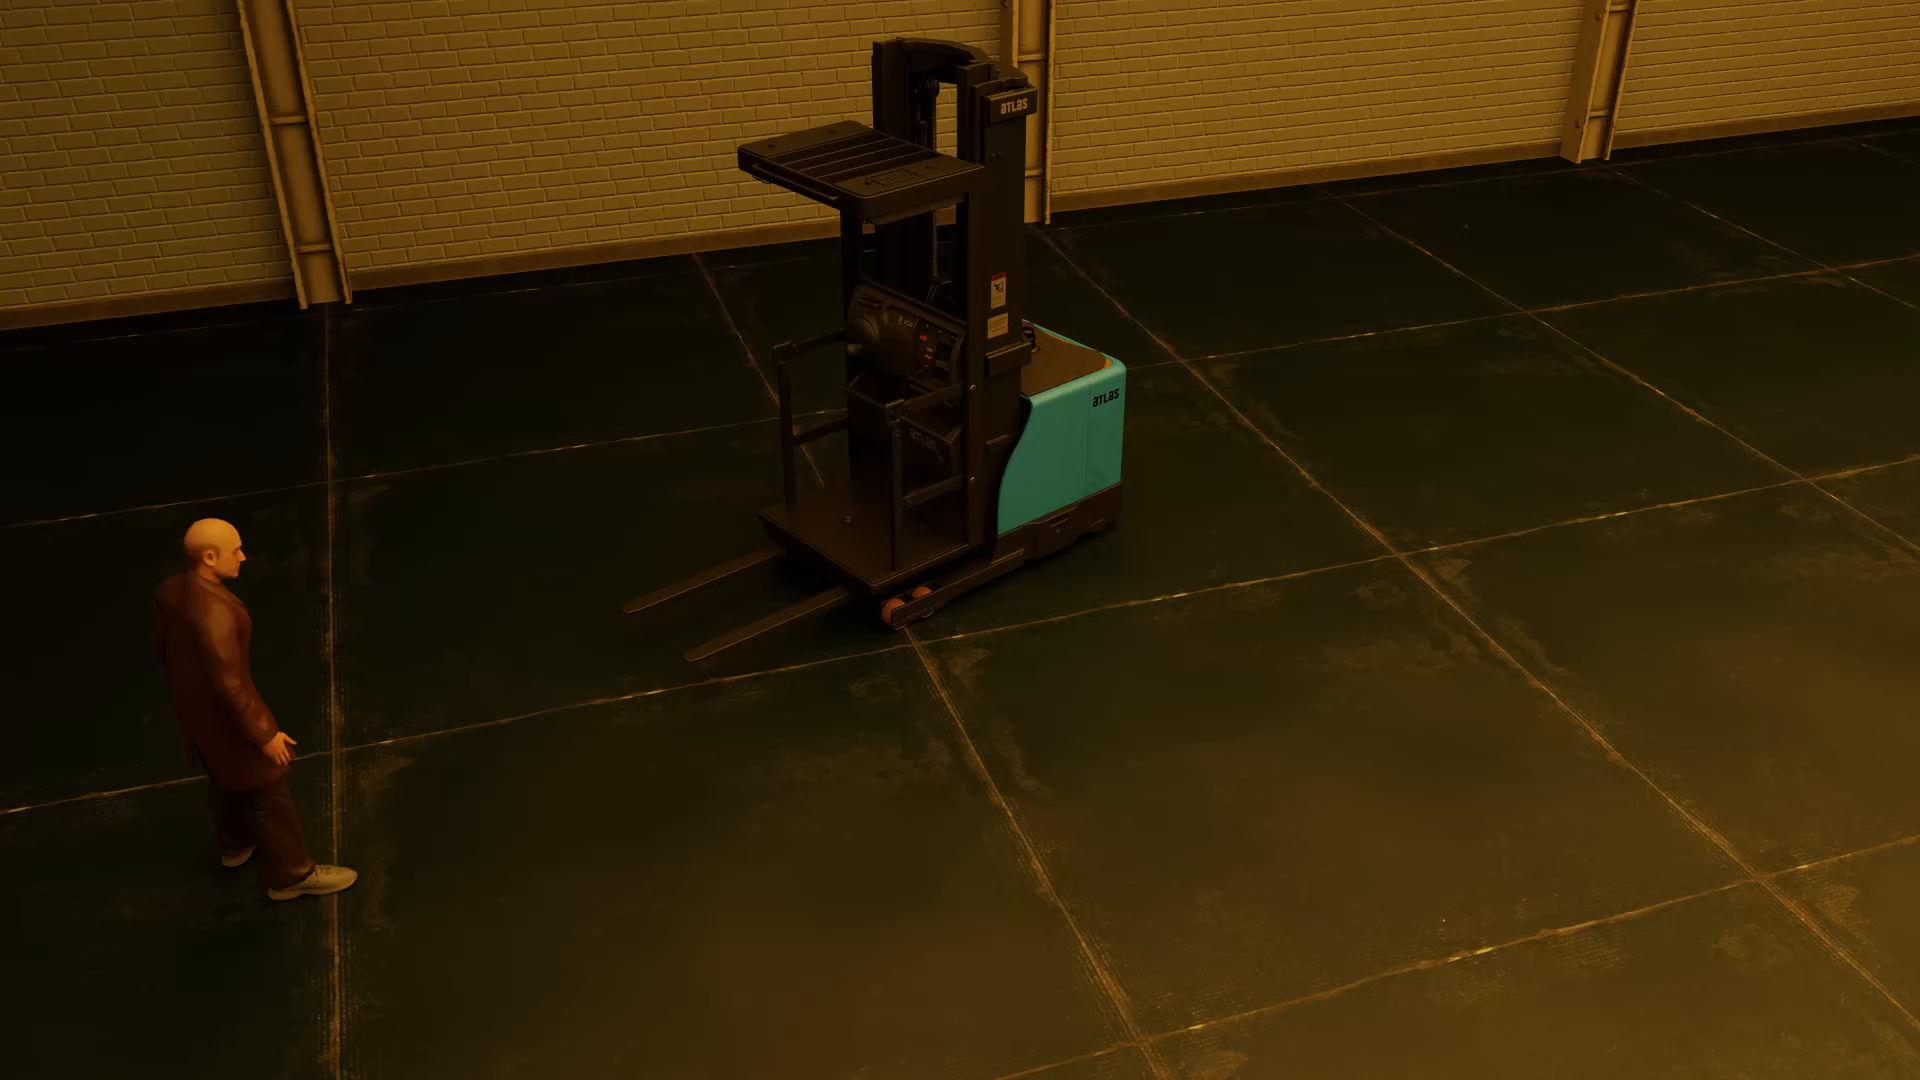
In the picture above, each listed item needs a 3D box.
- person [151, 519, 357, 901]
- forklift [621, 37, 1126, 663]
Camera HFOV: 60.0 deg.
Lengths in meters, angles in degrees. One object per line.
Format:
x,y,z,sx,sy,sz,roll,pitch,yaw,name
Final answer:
-3.022,0.730,6.981,0.454,1.778,0.740,-26,39,-37,person
-0.461,-1.072,8.951,3.031,2.935,1.130,-23,37,-34,forklift
